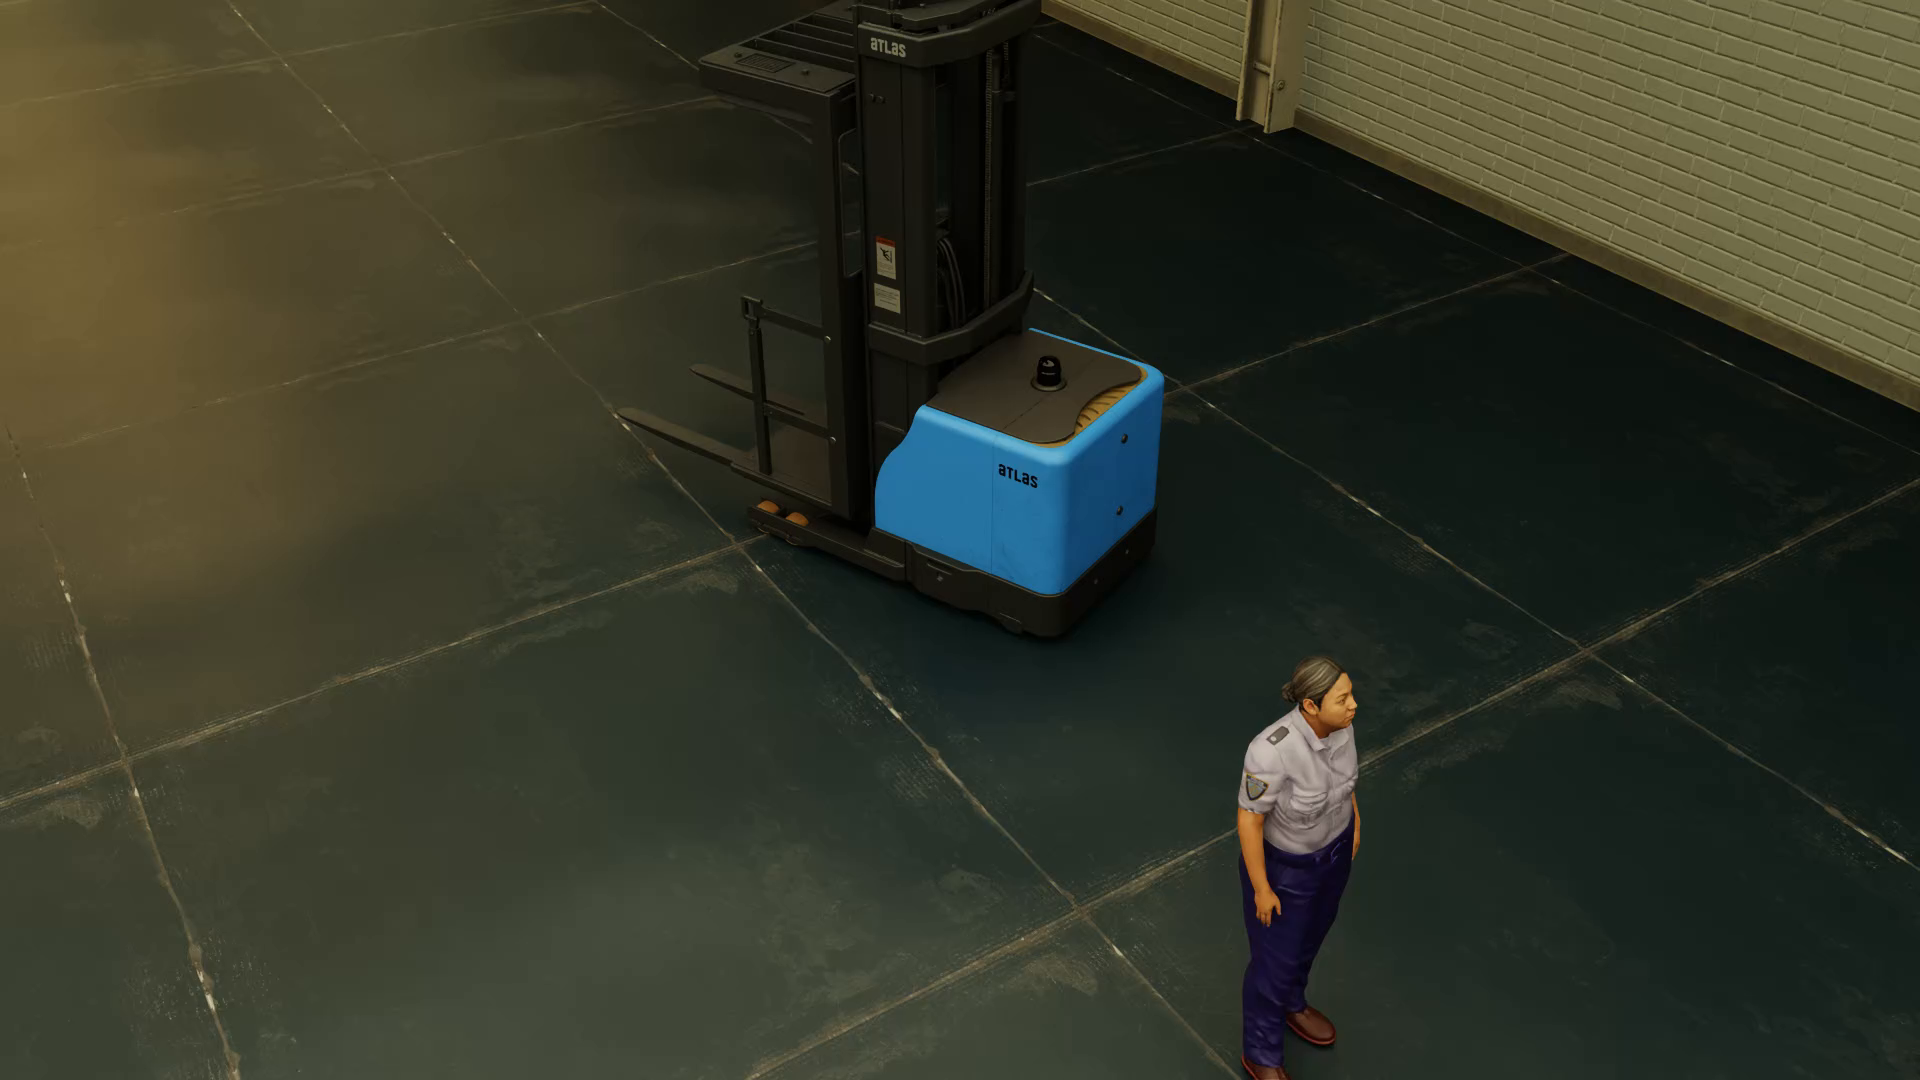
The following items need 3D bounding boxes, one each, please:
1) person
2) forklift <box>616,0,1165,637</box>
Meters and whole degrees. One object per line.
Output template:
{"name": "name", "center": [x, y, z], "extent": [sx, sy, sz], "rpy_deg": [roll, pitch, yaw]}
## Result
{"name": "person", "center": [1.208, 1.137, 5.633], "extent": [0.598, 1.651, 0.502], "rpy_deg": [-28, 44, -34]}
{"name": "forklift", "center": [-0.500, -1.399, 8.138], "extent": [3.031, 2.935, 1.130], "rpy_deg": [22, 41, 28]}
